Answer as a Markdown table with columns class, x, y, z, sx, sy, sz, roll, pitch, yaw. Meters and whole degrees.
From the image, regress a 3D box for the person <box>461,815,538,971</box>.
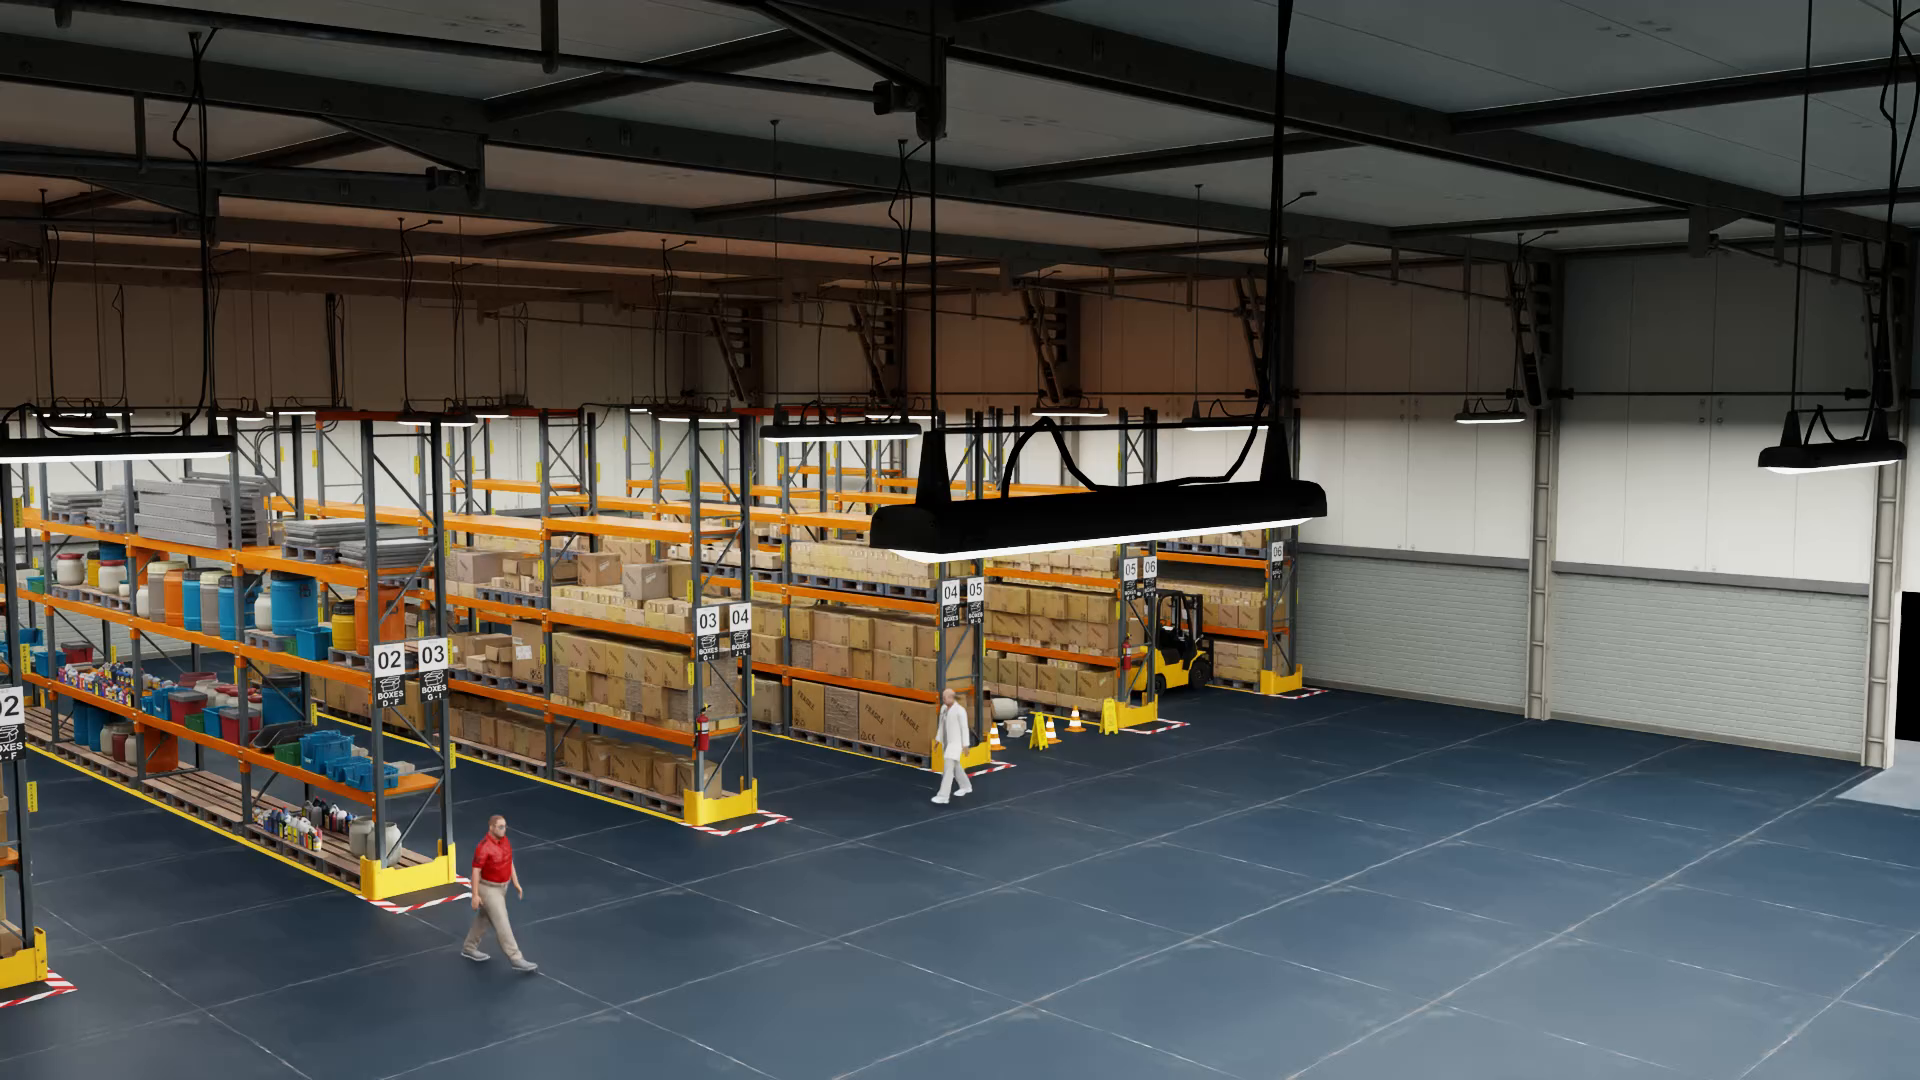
| class | x | y | z | sx | sy | sz | roll | pitch | yaw |
| --- | --- | --- | --- | --- | --- | --- | --- | --- | --- |
| person | -5.061 | 3.848 | 18.299 | 1.021 | 1.670 | 0.561 | 1 | 5 | 9 |

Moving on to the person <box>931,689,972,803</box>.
| class | x | y | z | sx | sy | sz | roll | pitch | yaw |
| --- | --- | --- | --- | --- | --- | --- | --- | --- | --- |
| person | -0.157 | 3.172 | 25.835 | 0.980 | 1.742 | 0.609 | -4 | 6 | -35 |
